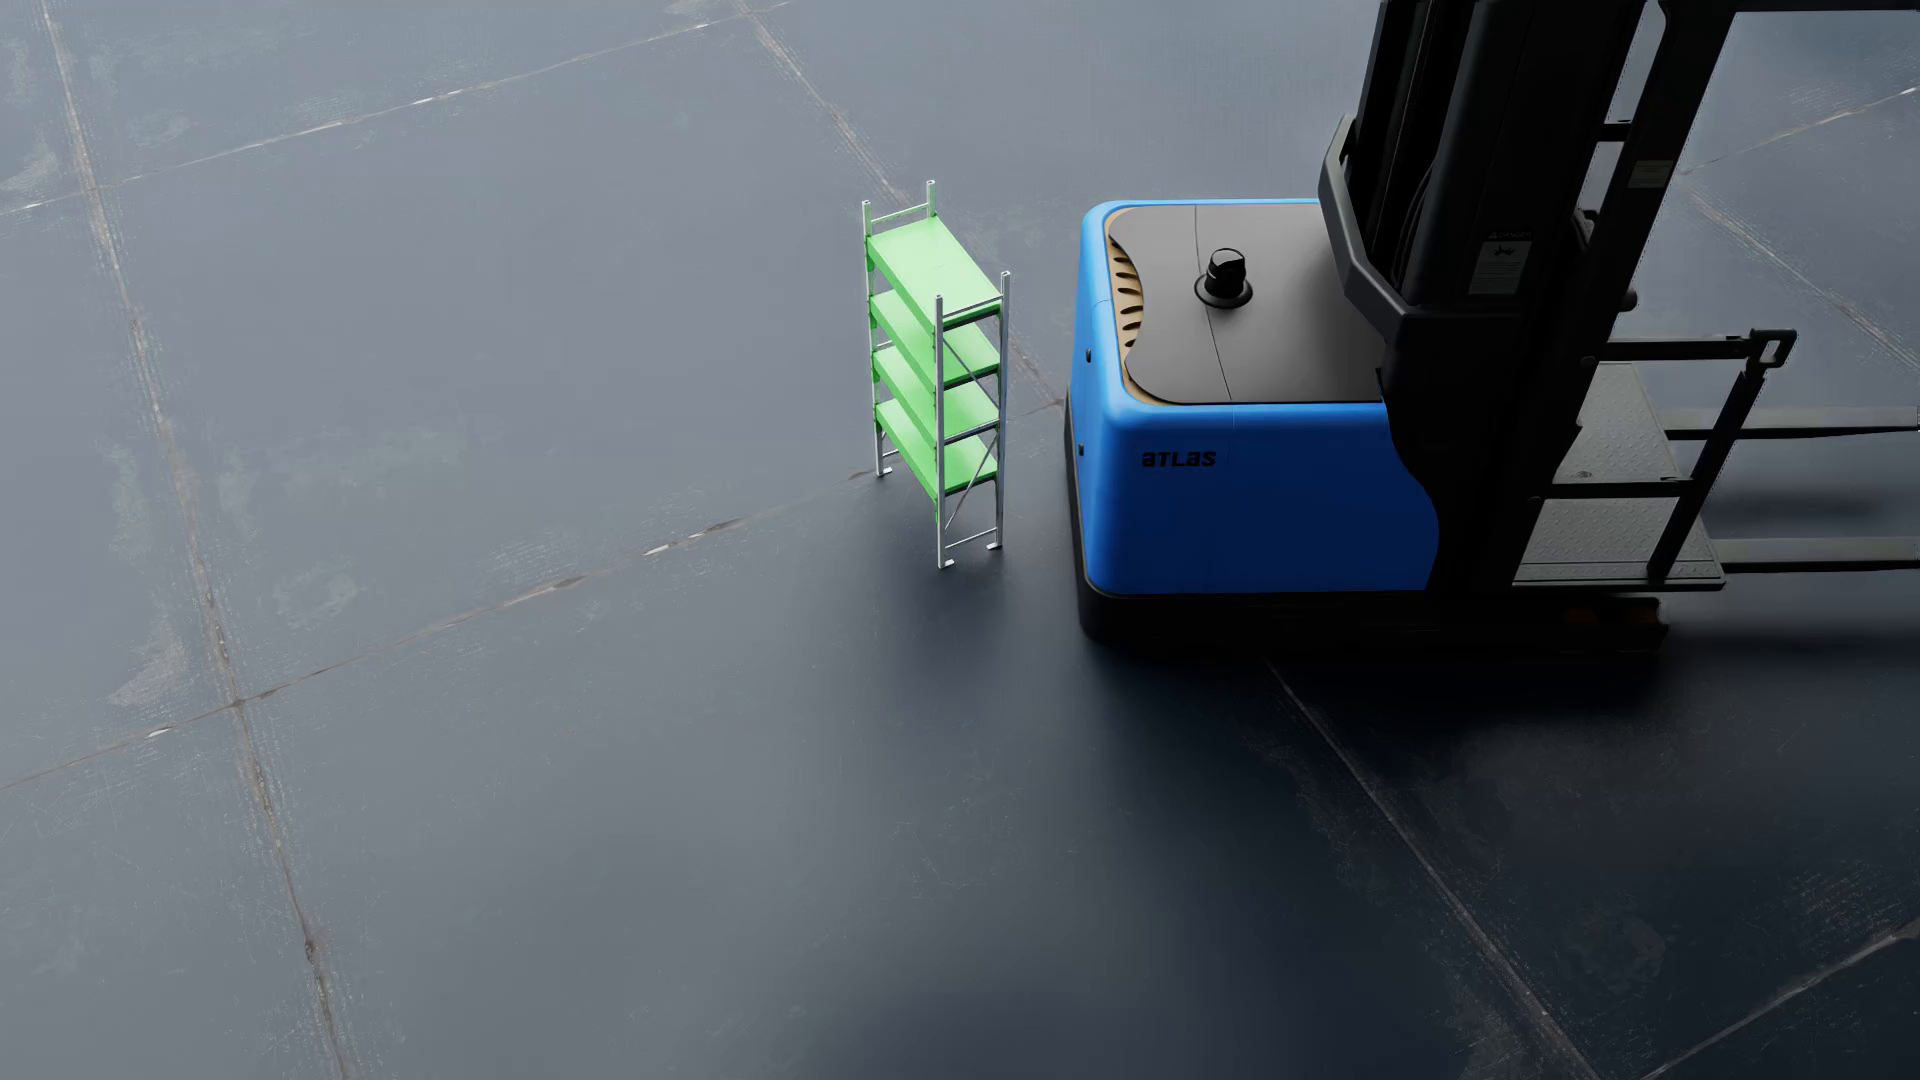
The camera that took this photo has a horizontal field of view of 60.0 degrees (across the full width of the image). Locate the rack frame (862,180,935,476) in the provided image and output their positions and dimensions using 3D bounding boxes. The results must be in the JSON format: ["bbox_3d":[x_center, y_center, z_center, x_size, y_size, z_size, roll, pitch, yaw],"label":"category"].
[{"bbox_3d":[-0.187,-0.669,5.538,0.240,1.200,0.015,-21,52,-18],"label":"rack frame"}]

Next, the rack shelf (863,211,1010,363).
[{"bbox_3d":[-0.076,-0.780,5.082,0.258,0.148,0.480,-21,52,-18],"label":"rack shelf"}]

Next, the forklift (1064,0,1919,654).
[{"bbox_3d":[1.897,-0.995,4.673,3.031,2.935,1.130,-1,49,-1],"label":"forklift"}]

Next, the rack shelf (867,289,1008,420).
[{"bbox_3d":[-0.076,-0.622,5.263,0.258,0.148,0.480,-21,52,-18],"label":"rack shelf"}]

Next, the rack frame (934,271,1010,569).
[{"bbox_3d":[0.036,-0.342,5.252,0.240,1.200,0.015,-21,52,-18],"label":"rack frame"}]

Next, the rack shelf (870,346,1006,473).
[{"bbox_3d":[-0.076,-0.464,5.443,0.258,0.148,0.480,-21,52,-18],"label":"rack shelf"}]

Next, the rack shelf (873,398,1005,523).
[{"bbox_3d":[-0.076,-0.306,5.624,0.258,0.148,0.480,-21,52,-18],"label":"rack shelf"}]

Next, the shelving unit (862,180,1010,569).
[{"bbox_3d":[-0.076,-0.506,5.395,0.258,1.200,0.503,-21,52,-18],"label":"shelving unit"}]
